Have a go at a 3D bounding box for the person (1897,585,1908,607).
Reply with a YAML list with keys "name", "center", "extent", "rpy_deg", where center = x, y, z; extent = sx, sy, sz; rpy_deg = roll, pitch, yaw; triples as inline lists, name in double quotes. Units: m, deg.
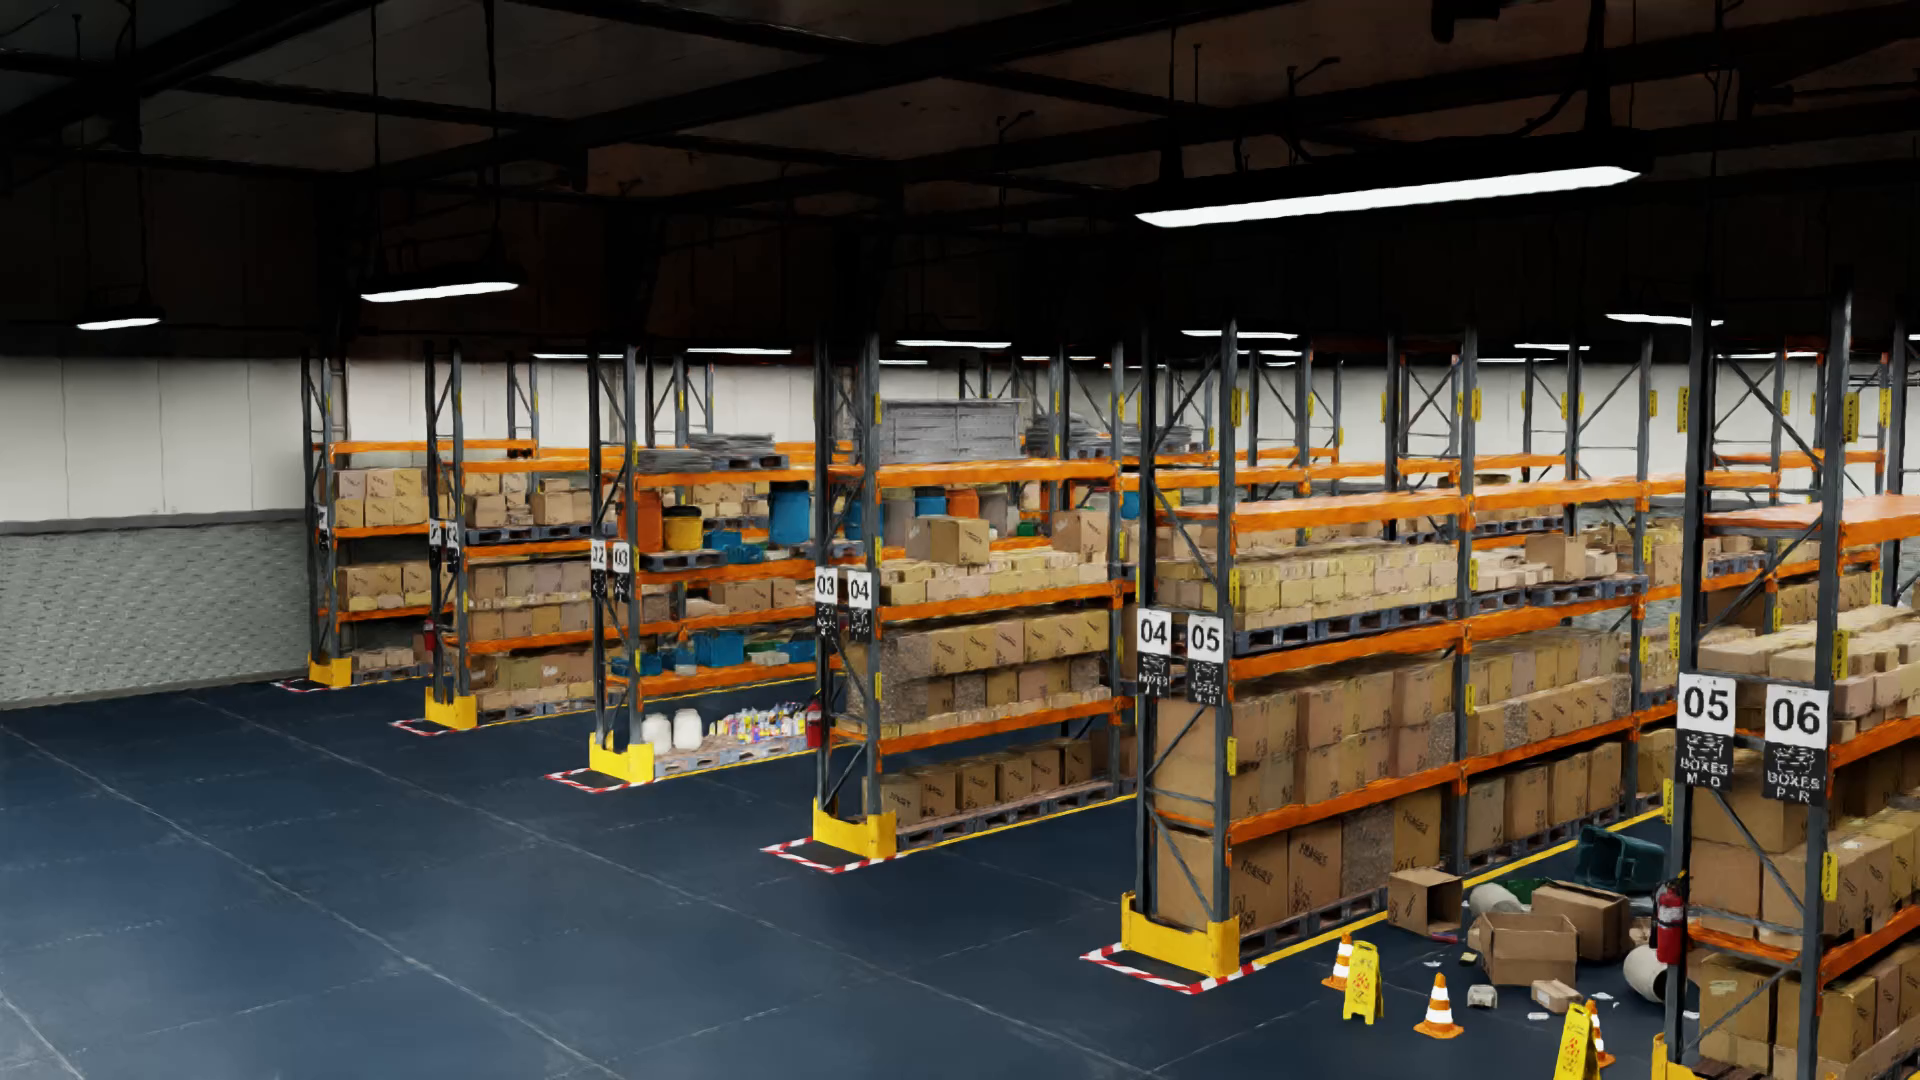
- name: "person"
  center: [16.640, 1.676, 29.534]
  extent: [0.499, 1.759, 0.624]
  rpy_deg: [1, 5, 15]
